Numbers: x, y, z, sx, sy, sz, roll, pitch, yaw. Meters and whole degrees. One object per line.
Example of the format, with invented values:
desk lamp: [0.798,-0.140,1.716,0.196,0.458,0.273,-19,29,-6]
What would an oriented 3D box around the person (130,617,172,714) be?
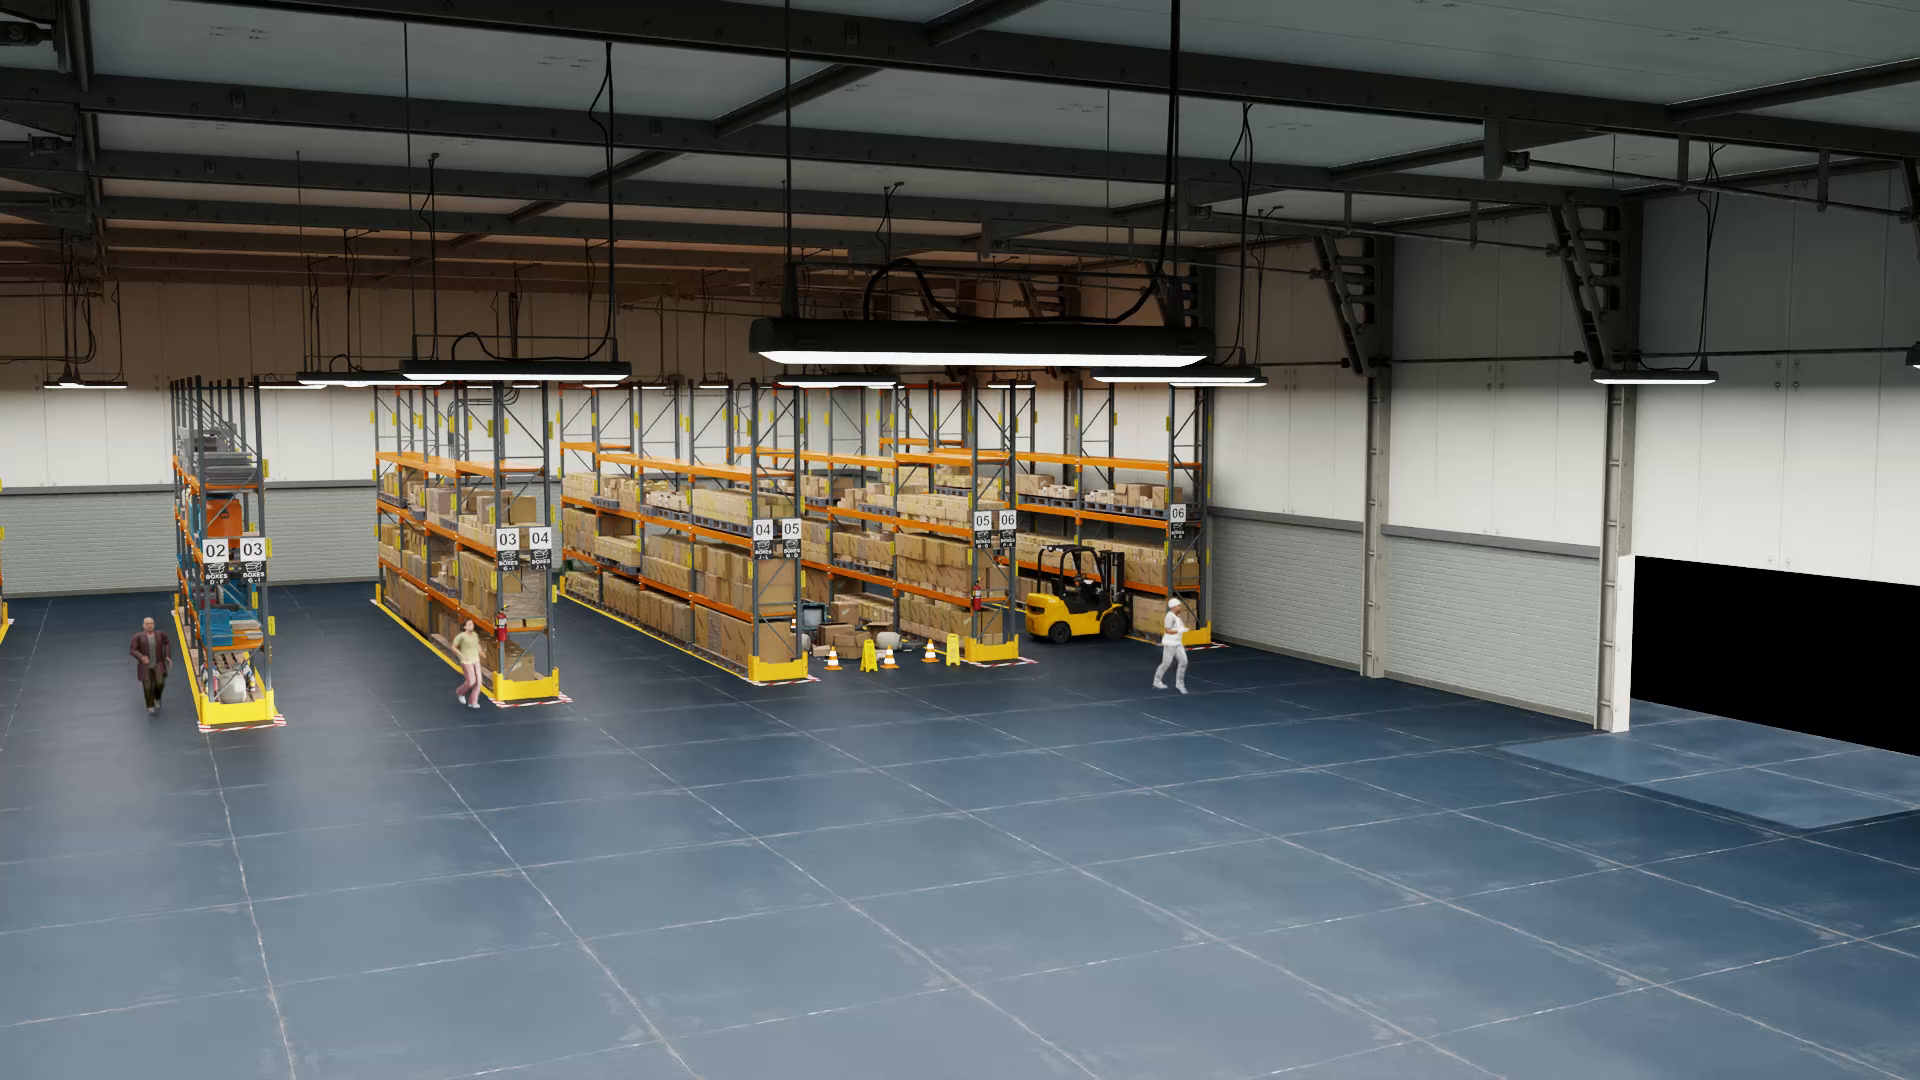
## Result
person: [-14.342,2.233,29.513,0.689,1.733,0.715,-3,6,-34]

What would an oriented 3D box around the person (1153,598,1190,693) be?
person: [4.032,2.034,31.663,0.780,1.851,0.643,3,6,31]

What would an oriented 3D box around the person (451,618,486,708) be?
person: [-8.926,2.226,30.208,0.590,1.630,0.604,4,6,37]

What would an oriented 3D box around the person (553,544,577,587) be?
person: [-11.451,0.529,48.591,1.022,1.732,0.733,-2,6,-25]
